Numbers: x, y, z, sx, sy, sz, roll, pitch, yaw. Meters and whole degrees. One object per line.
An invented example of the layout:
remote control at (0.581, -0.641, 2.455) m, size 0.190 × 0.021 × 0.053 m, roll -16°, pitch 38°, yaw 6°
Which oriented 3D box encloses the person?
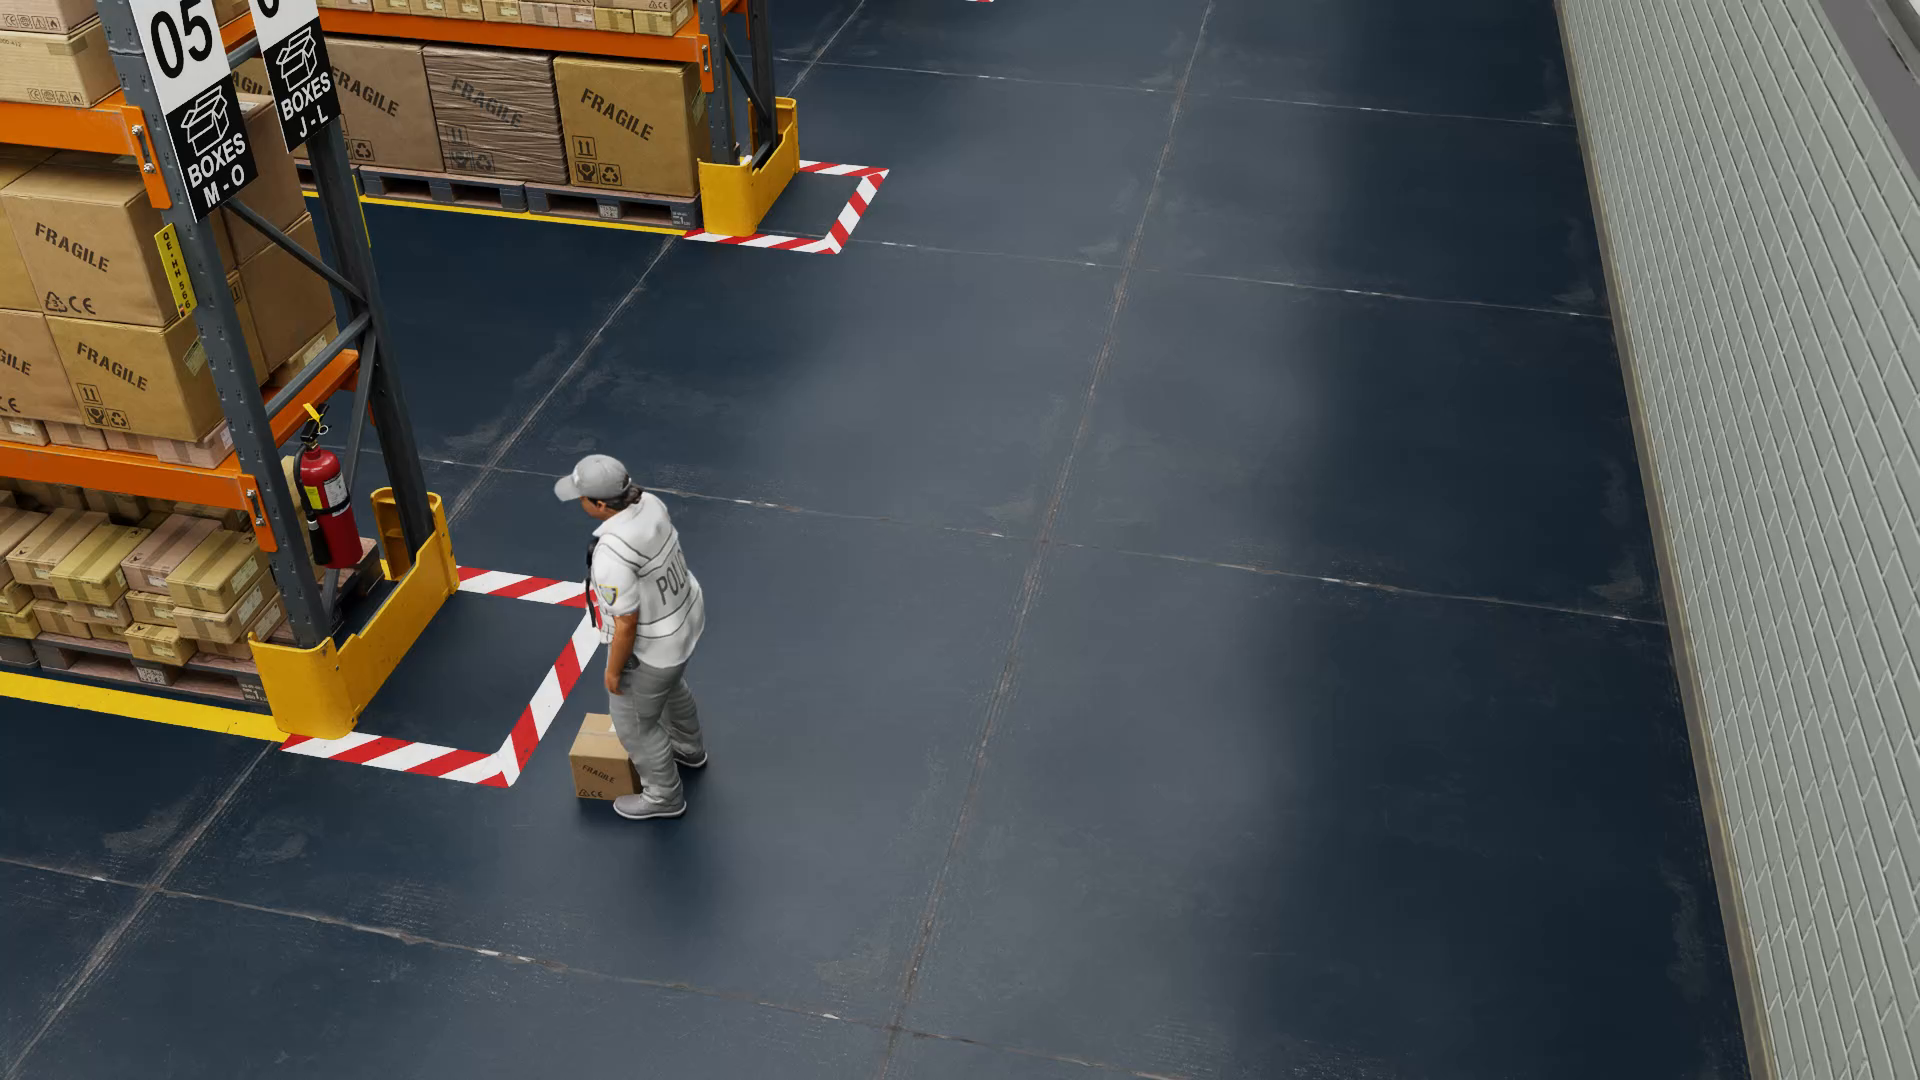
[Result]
person at (-1.238, 0.367, 6.466) m, size 0.465 × 1.667 × 0.539 m, roll 8°, pitch 38°, yaw 10°
